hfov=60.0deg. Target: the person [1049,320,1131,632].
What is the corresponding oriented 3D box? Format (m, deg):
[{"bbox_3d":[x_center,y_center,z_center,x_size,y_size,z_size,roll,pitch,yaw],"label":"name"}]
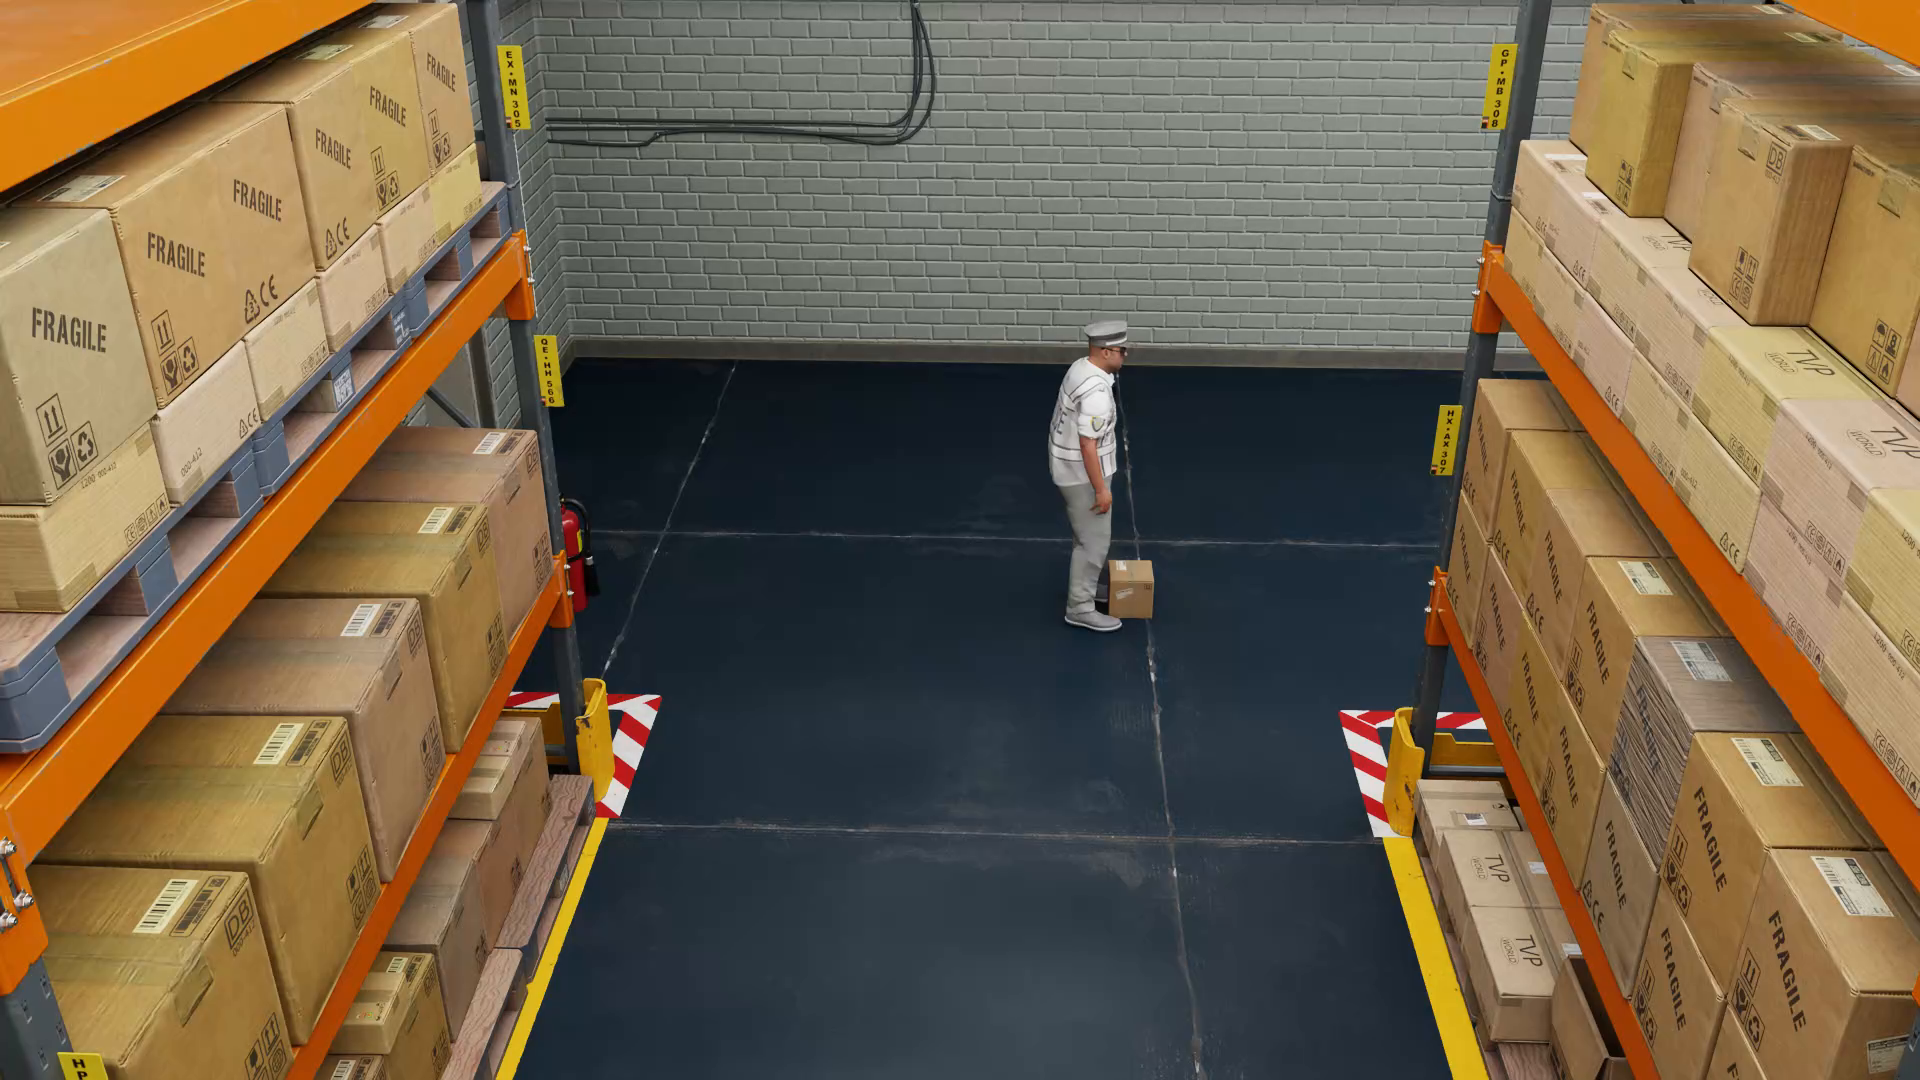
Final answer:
[{"bbox_3d":[0.736,-0.383,9.337,0.473,1.751,0.606,0,28,-1],"label":"person"}]
